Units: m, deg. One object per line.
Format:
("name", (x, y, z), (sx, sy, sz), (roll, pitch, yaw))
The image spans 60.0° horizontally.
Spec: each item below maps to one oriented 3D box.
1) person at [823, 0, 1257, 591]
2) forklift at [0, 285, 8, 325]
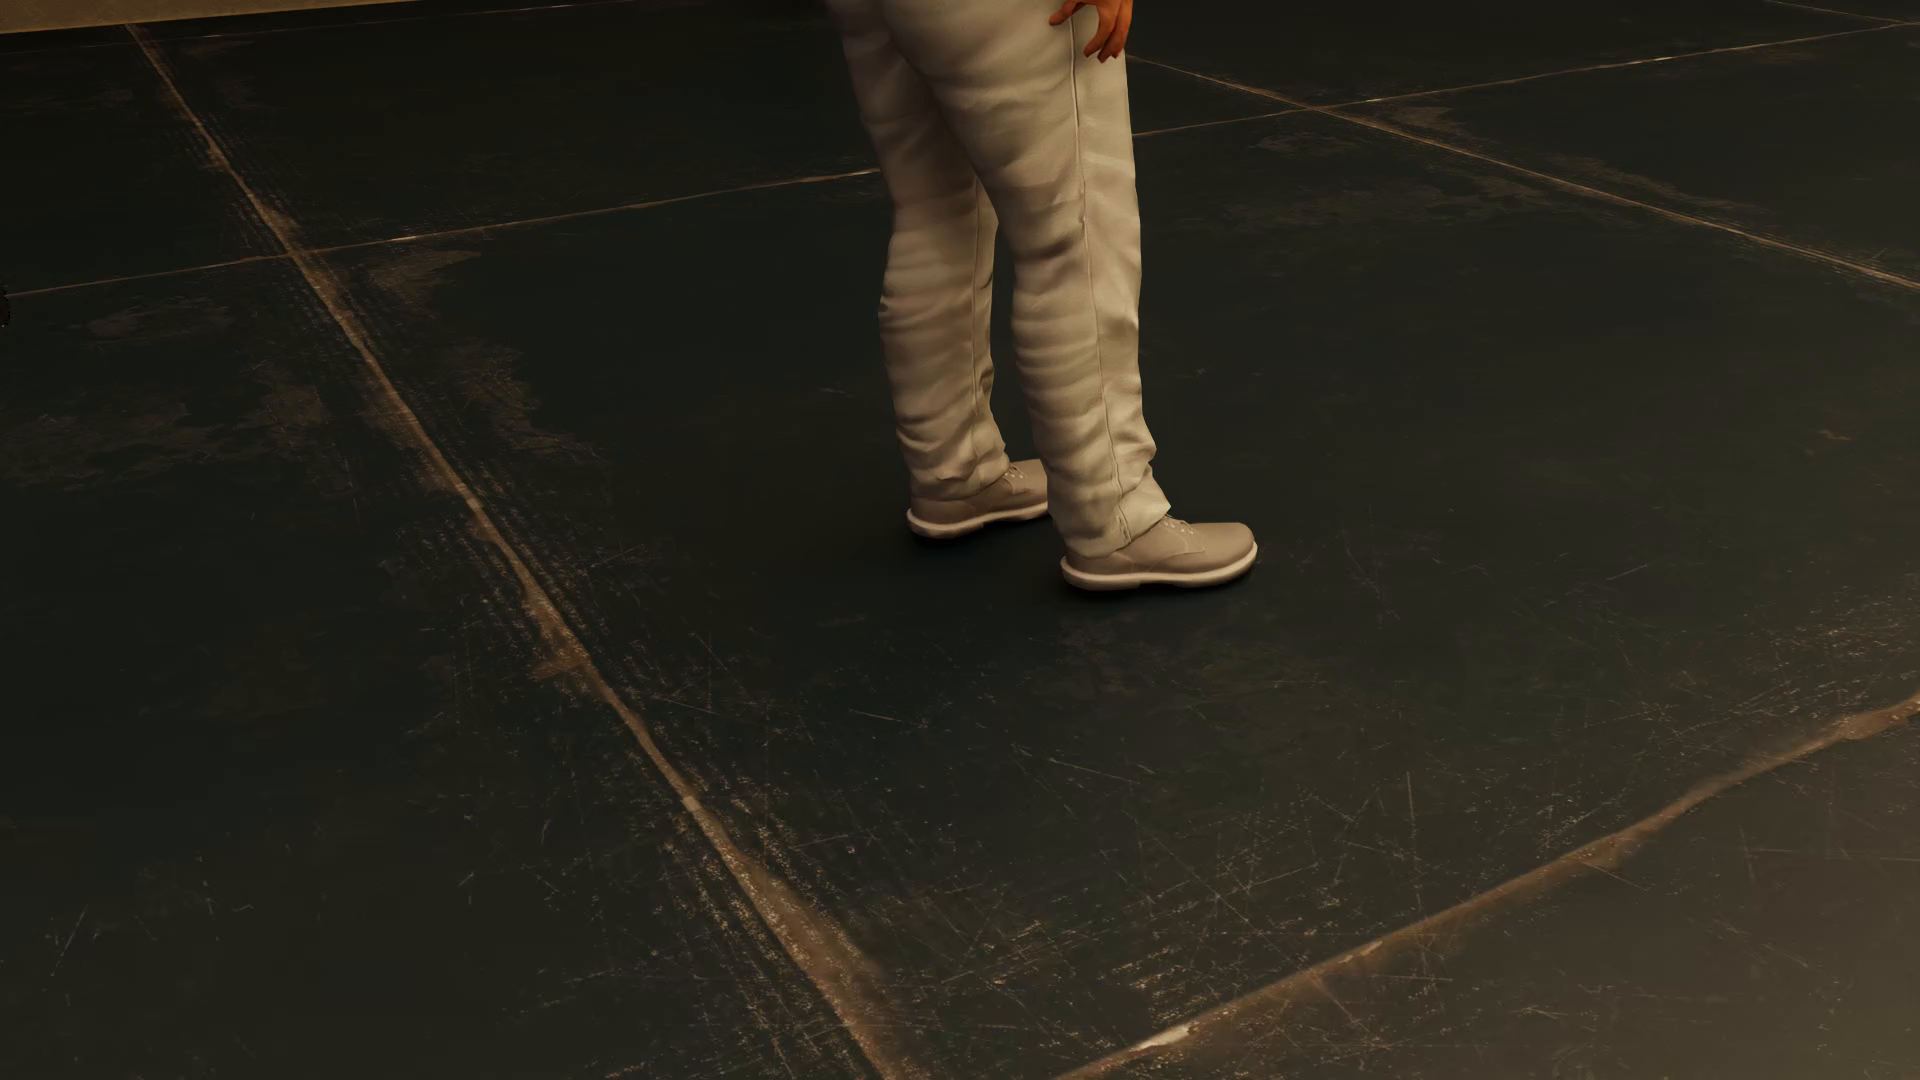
("person", (0.078, -0.758, 2.136), (0.529, 1.670, 0.597), (-15, 30, -26))
("forklift", (-3.379, -1.587, 2.388), (3.031, 2.935, 1.130), (5, 27, 10))
